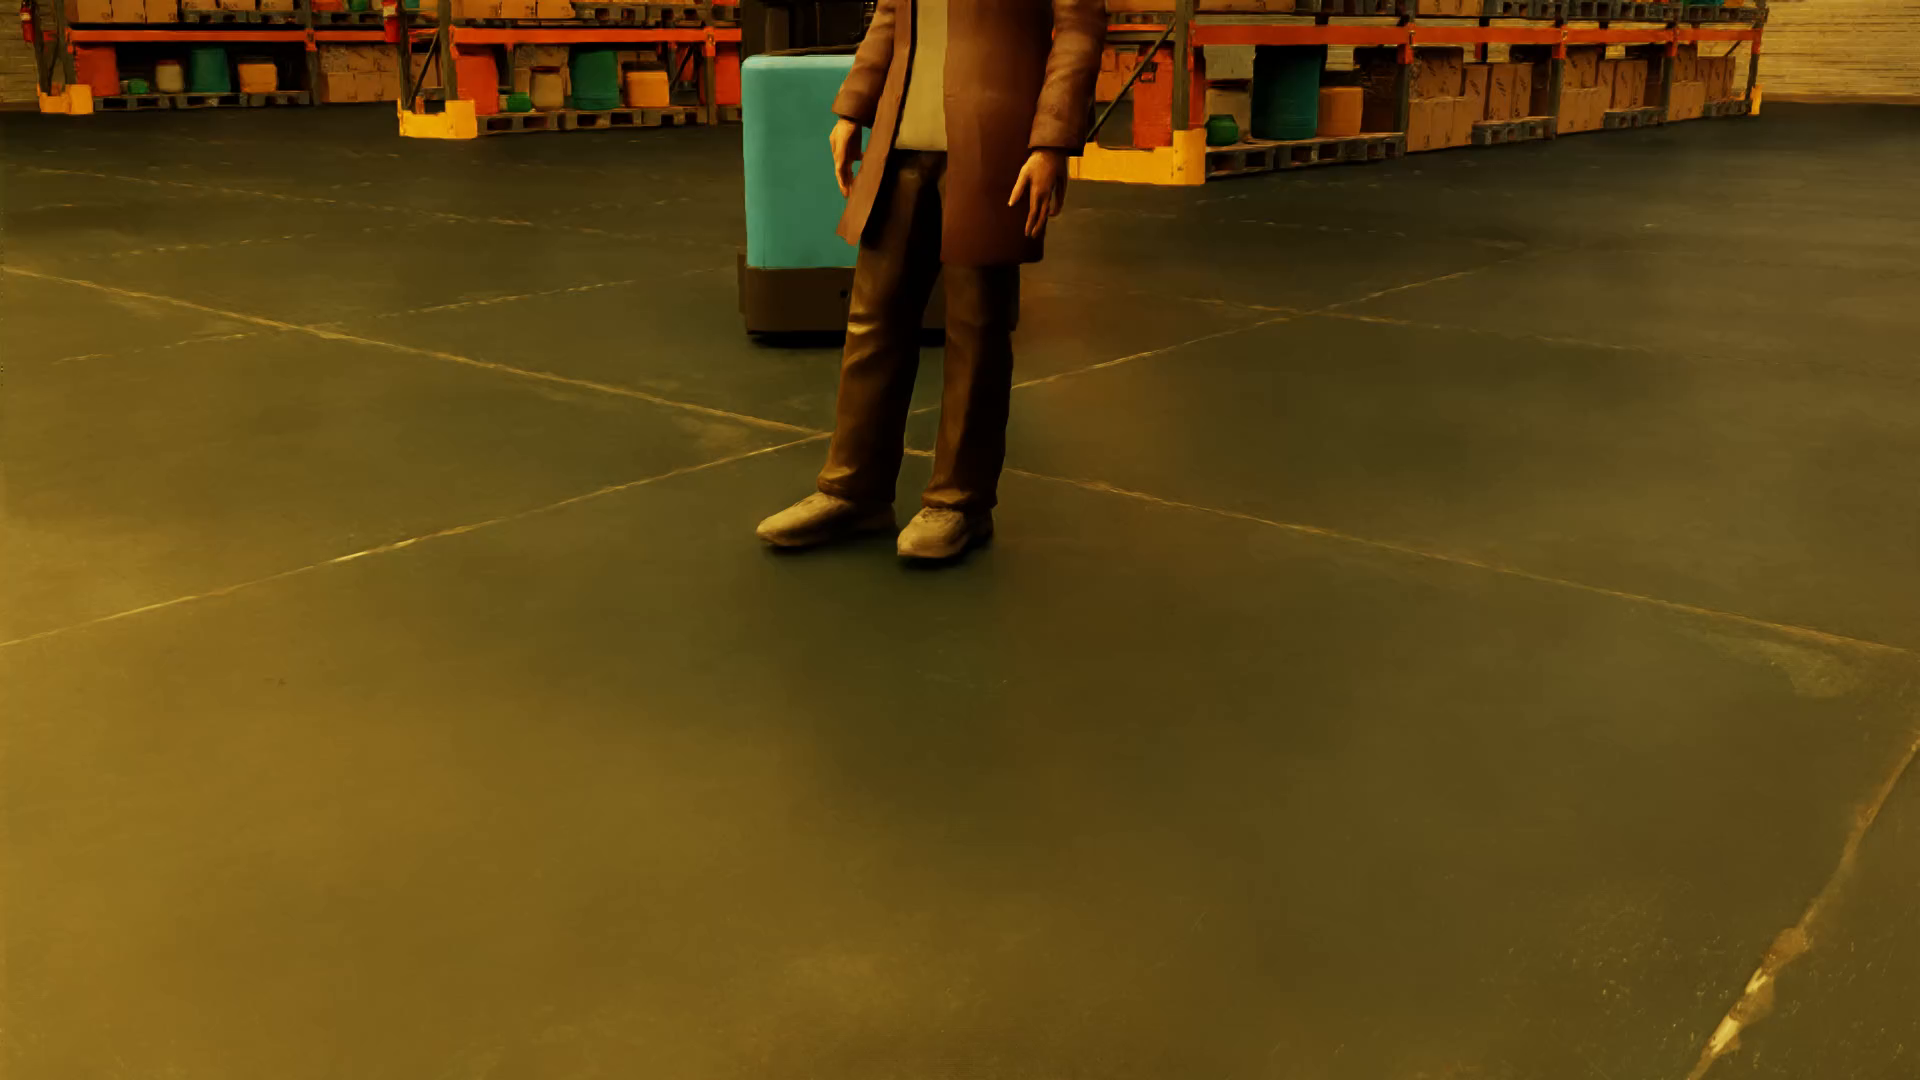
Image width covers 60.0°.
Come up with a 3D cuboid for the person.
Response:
[{"bbox_3d":[-0.062,-0.838,3.617,0.694,1.776,0.580,13,21,37],"label":"person"}]

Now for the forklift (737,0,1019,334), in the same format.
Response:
[{"bbox_3d":[-0.428,-2.571,7.364,1.130,2.935,3.031,-2,17,-5],"label":"forklift"}]
